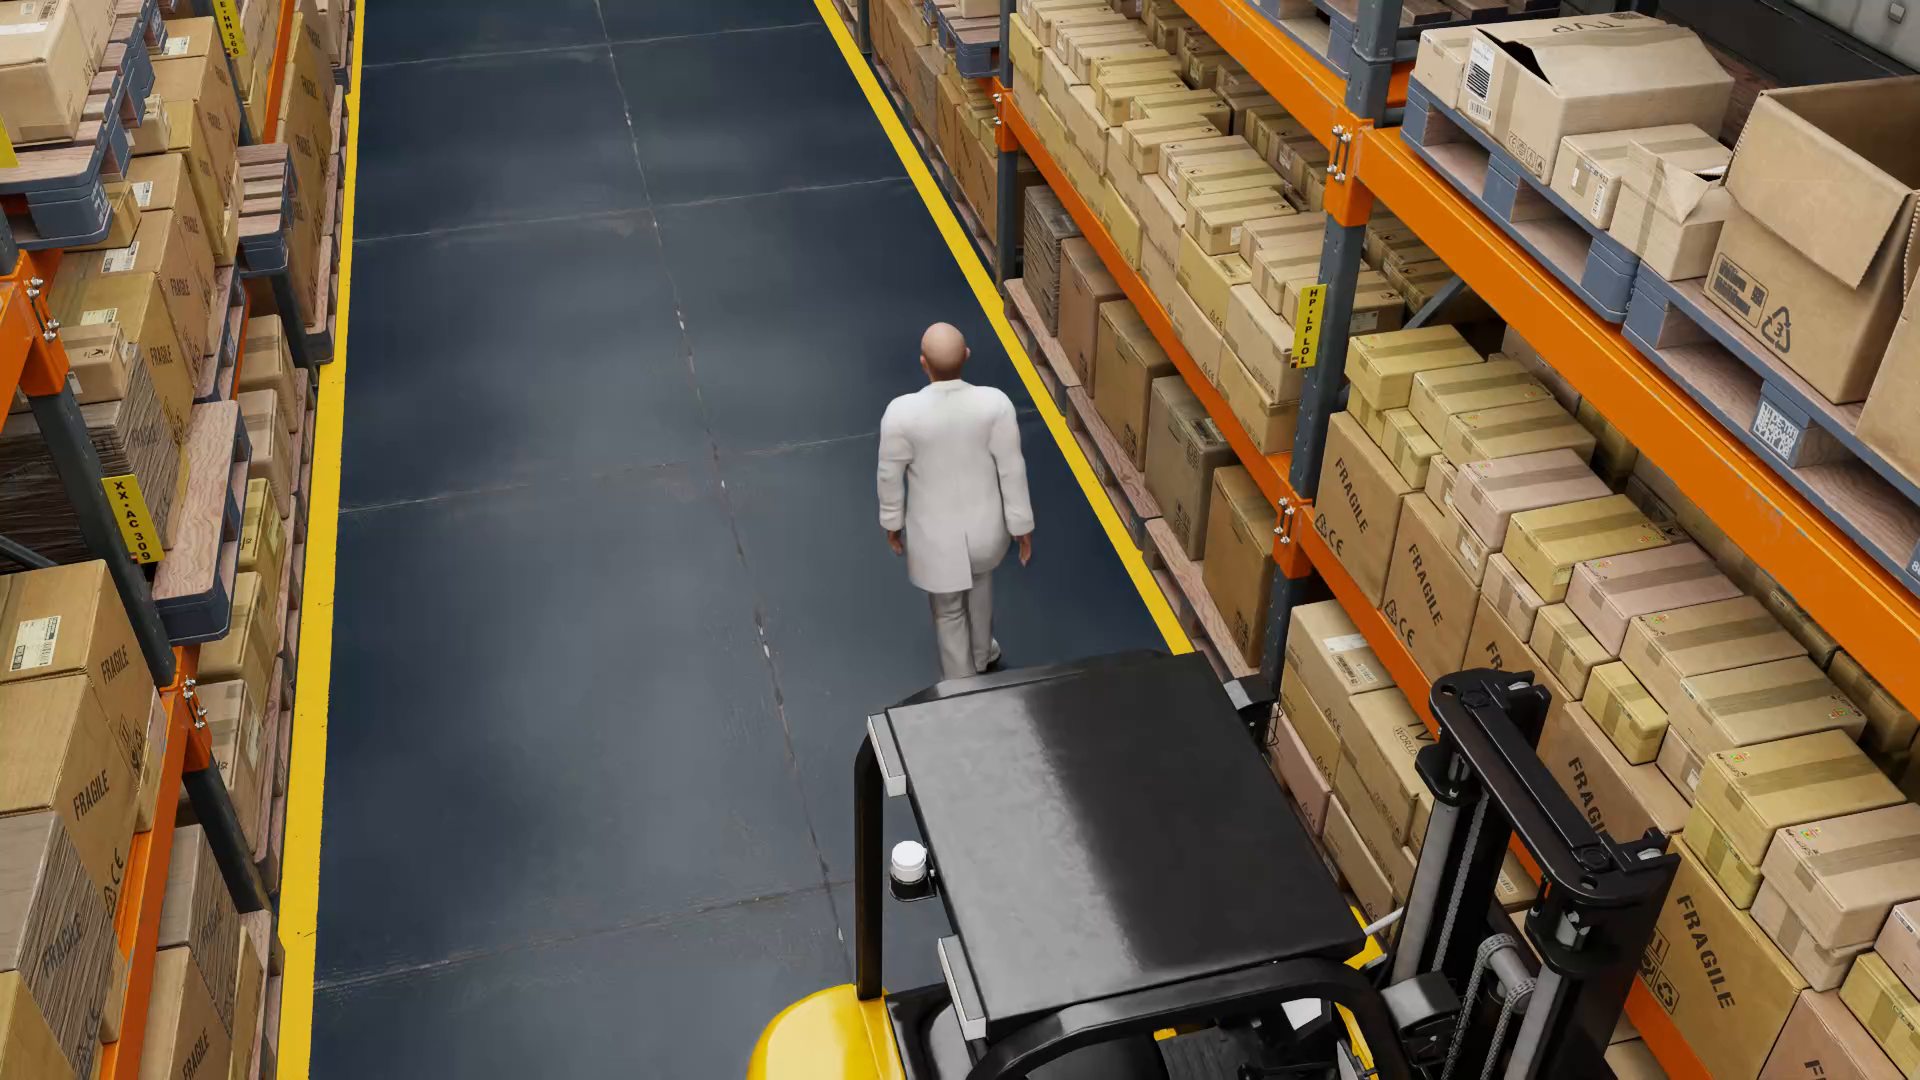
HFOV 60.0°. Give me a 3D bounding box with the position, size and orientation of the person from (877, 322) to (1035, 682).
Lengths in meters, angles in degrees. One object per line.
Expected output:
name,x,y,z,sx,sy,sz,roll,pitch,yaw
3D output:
person,-0.018,-0.027,6.774,0.608,1.809,0.621,-8,38,-10
